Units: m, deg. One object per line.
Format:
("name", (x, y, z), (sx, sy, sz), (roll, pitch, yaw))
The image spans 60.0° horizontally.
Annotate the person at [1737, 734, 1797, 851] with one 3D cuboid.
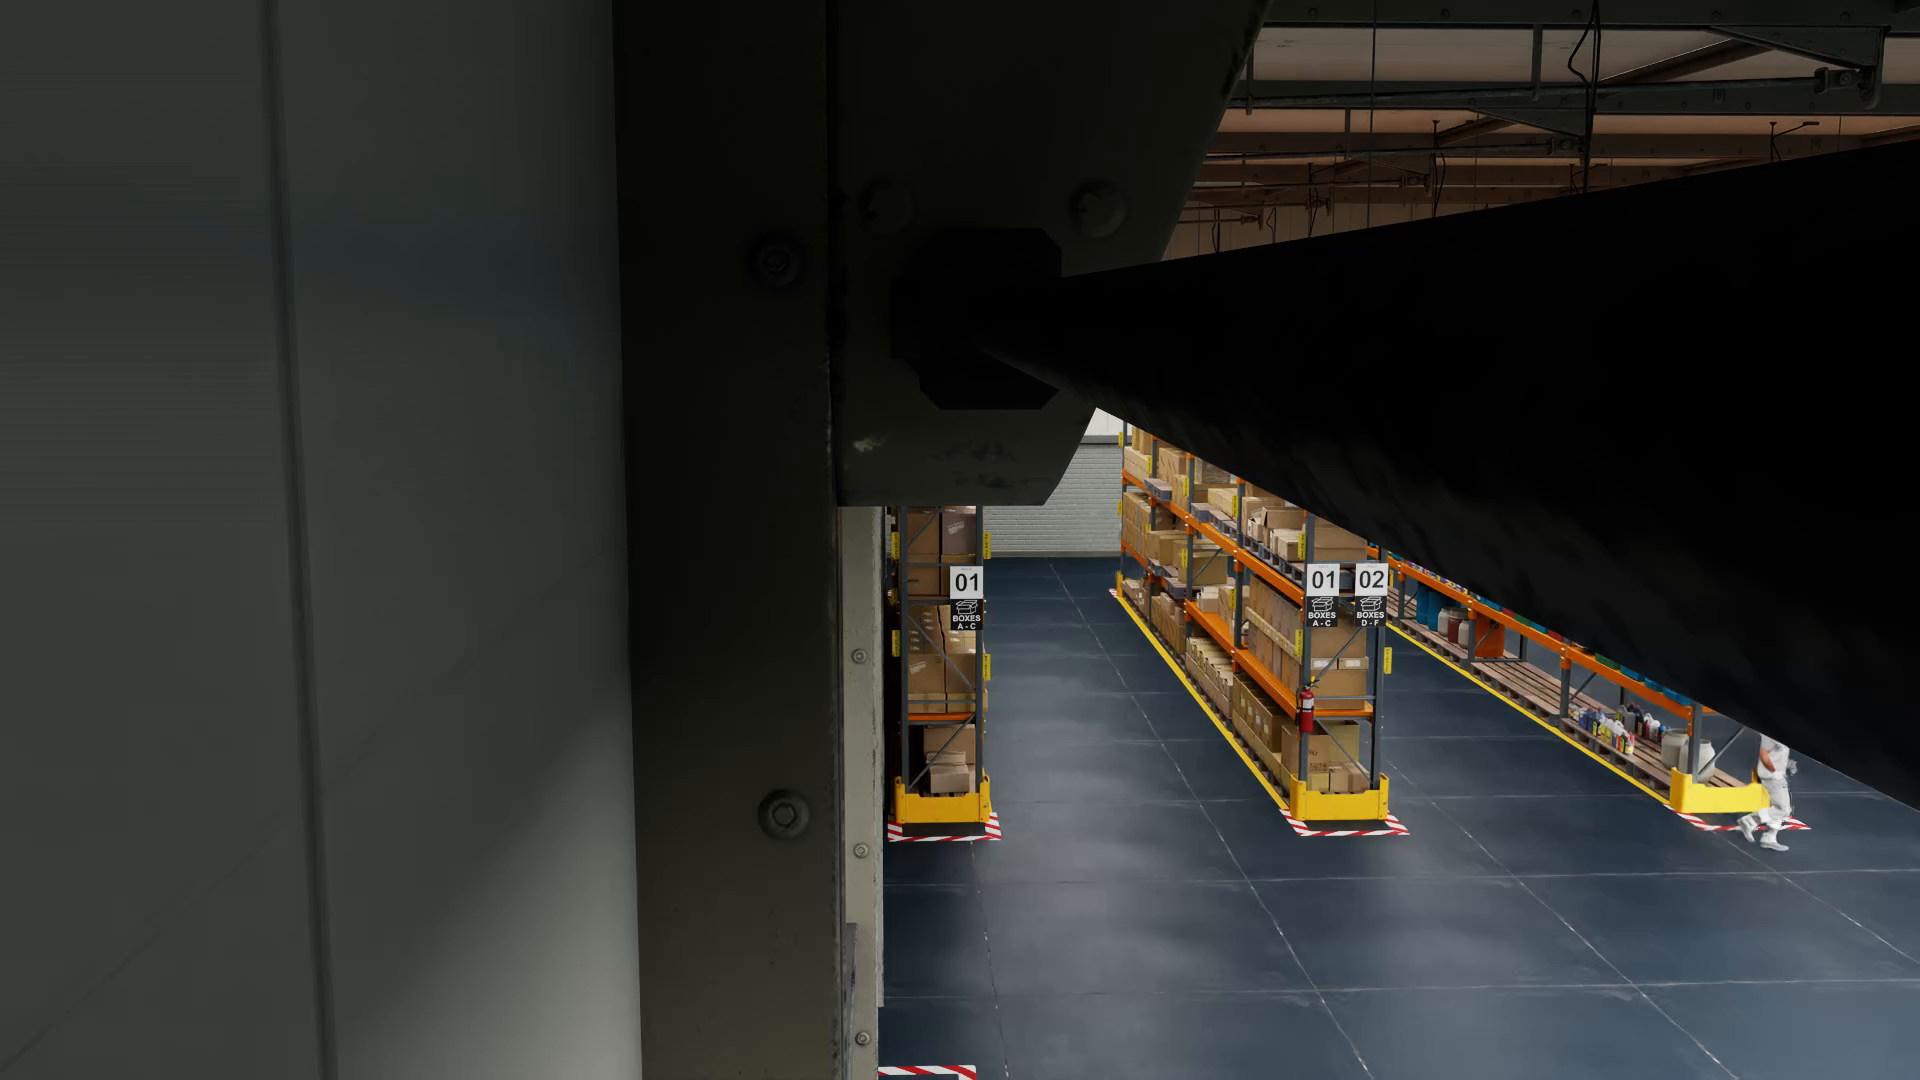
("person", (9.459, 2.748, 19.454), (0.593, 1.756, 0.678), (4, 9, 27))
